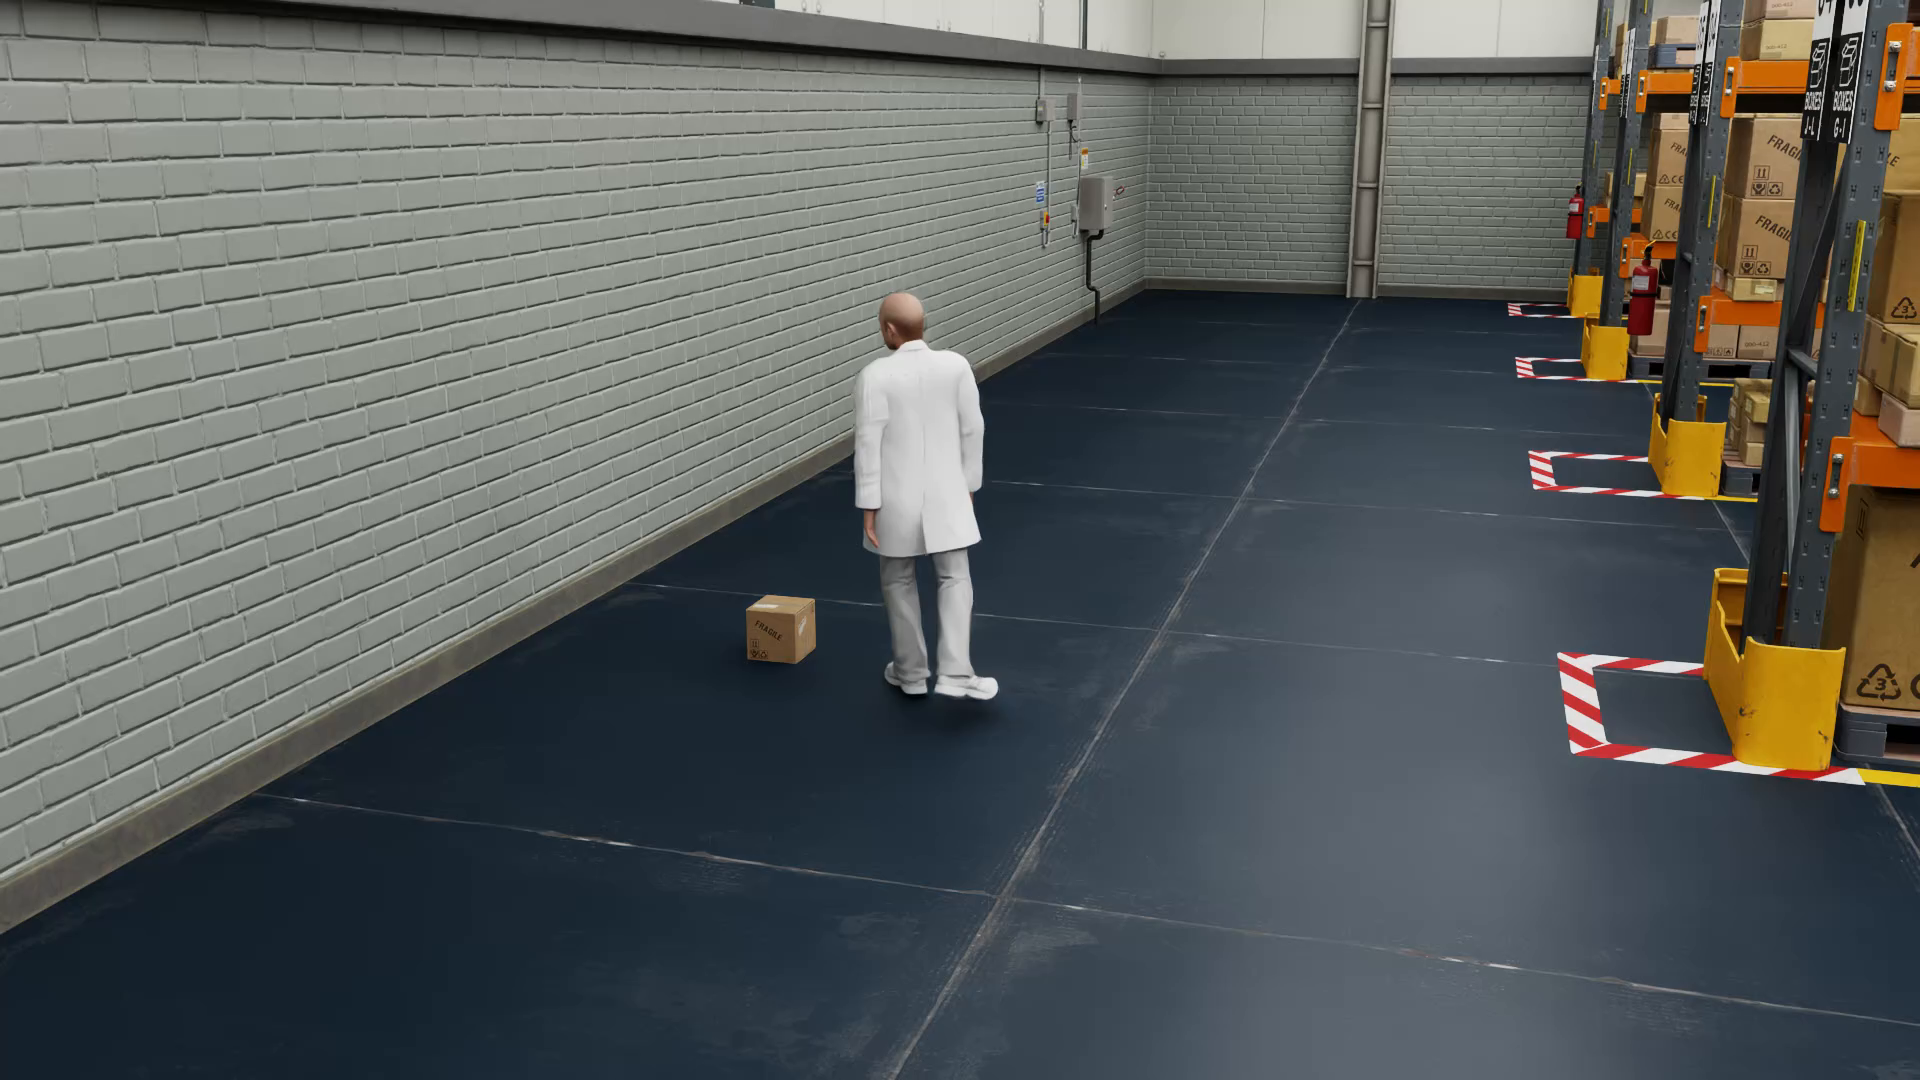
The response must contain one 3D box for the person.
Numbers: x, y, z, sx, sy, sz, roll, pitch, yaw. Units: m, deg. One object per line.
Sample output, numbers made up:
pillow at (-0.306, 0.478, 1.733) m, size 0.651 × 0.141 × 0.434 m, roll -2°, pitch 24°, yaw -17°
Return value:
person at (-0.162, -0.159, 7.133) m, size 0.585 × 1.778 × 0.727 m, roll -4°, pitch 15°, yaw -13°
